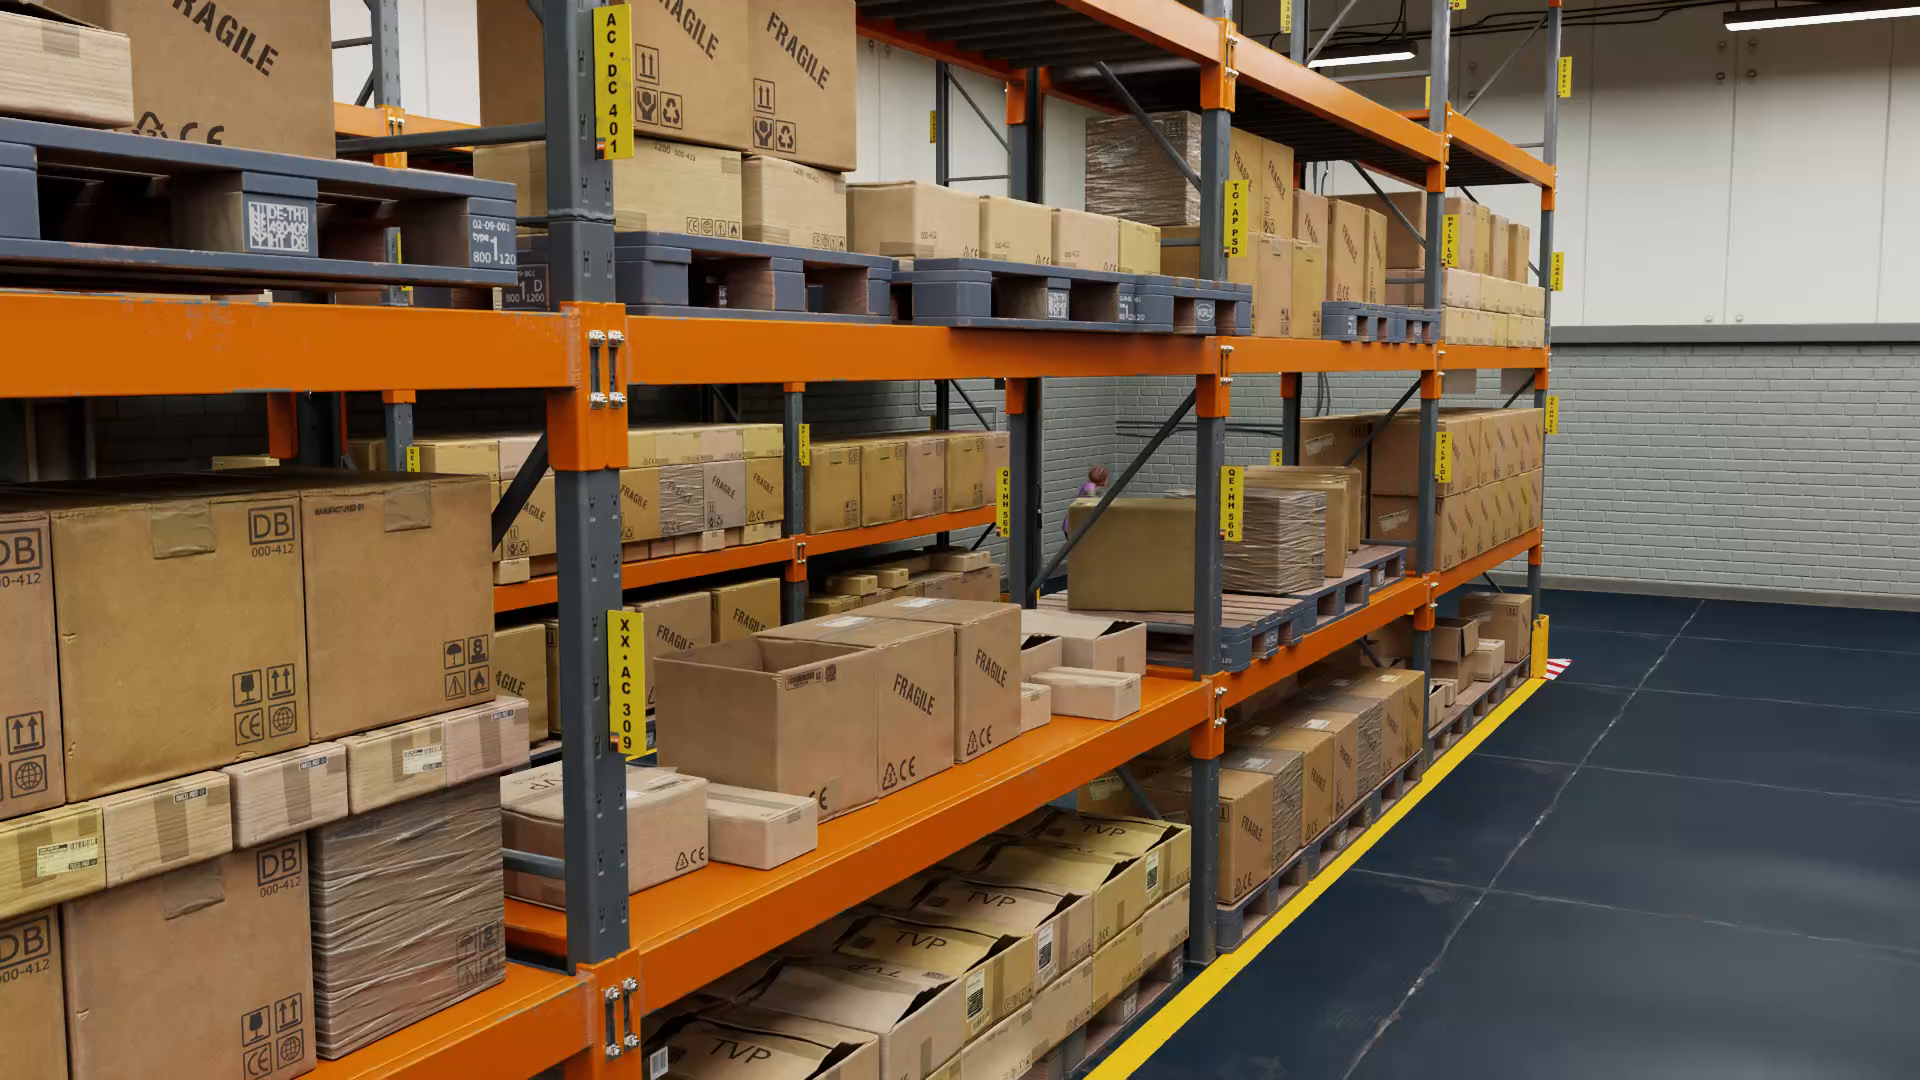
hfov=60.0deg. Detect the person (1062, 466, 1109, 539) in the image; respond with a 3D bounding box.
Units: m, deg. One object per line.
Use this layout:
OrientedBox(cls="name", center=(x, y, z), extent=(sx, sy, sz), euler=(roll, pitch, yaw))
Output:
OrientedBox(cls="person", center=(1.403, -0.063, 18.659), extent=(0.522, 1.529, 0.378), euler=(0, 6, -1))
